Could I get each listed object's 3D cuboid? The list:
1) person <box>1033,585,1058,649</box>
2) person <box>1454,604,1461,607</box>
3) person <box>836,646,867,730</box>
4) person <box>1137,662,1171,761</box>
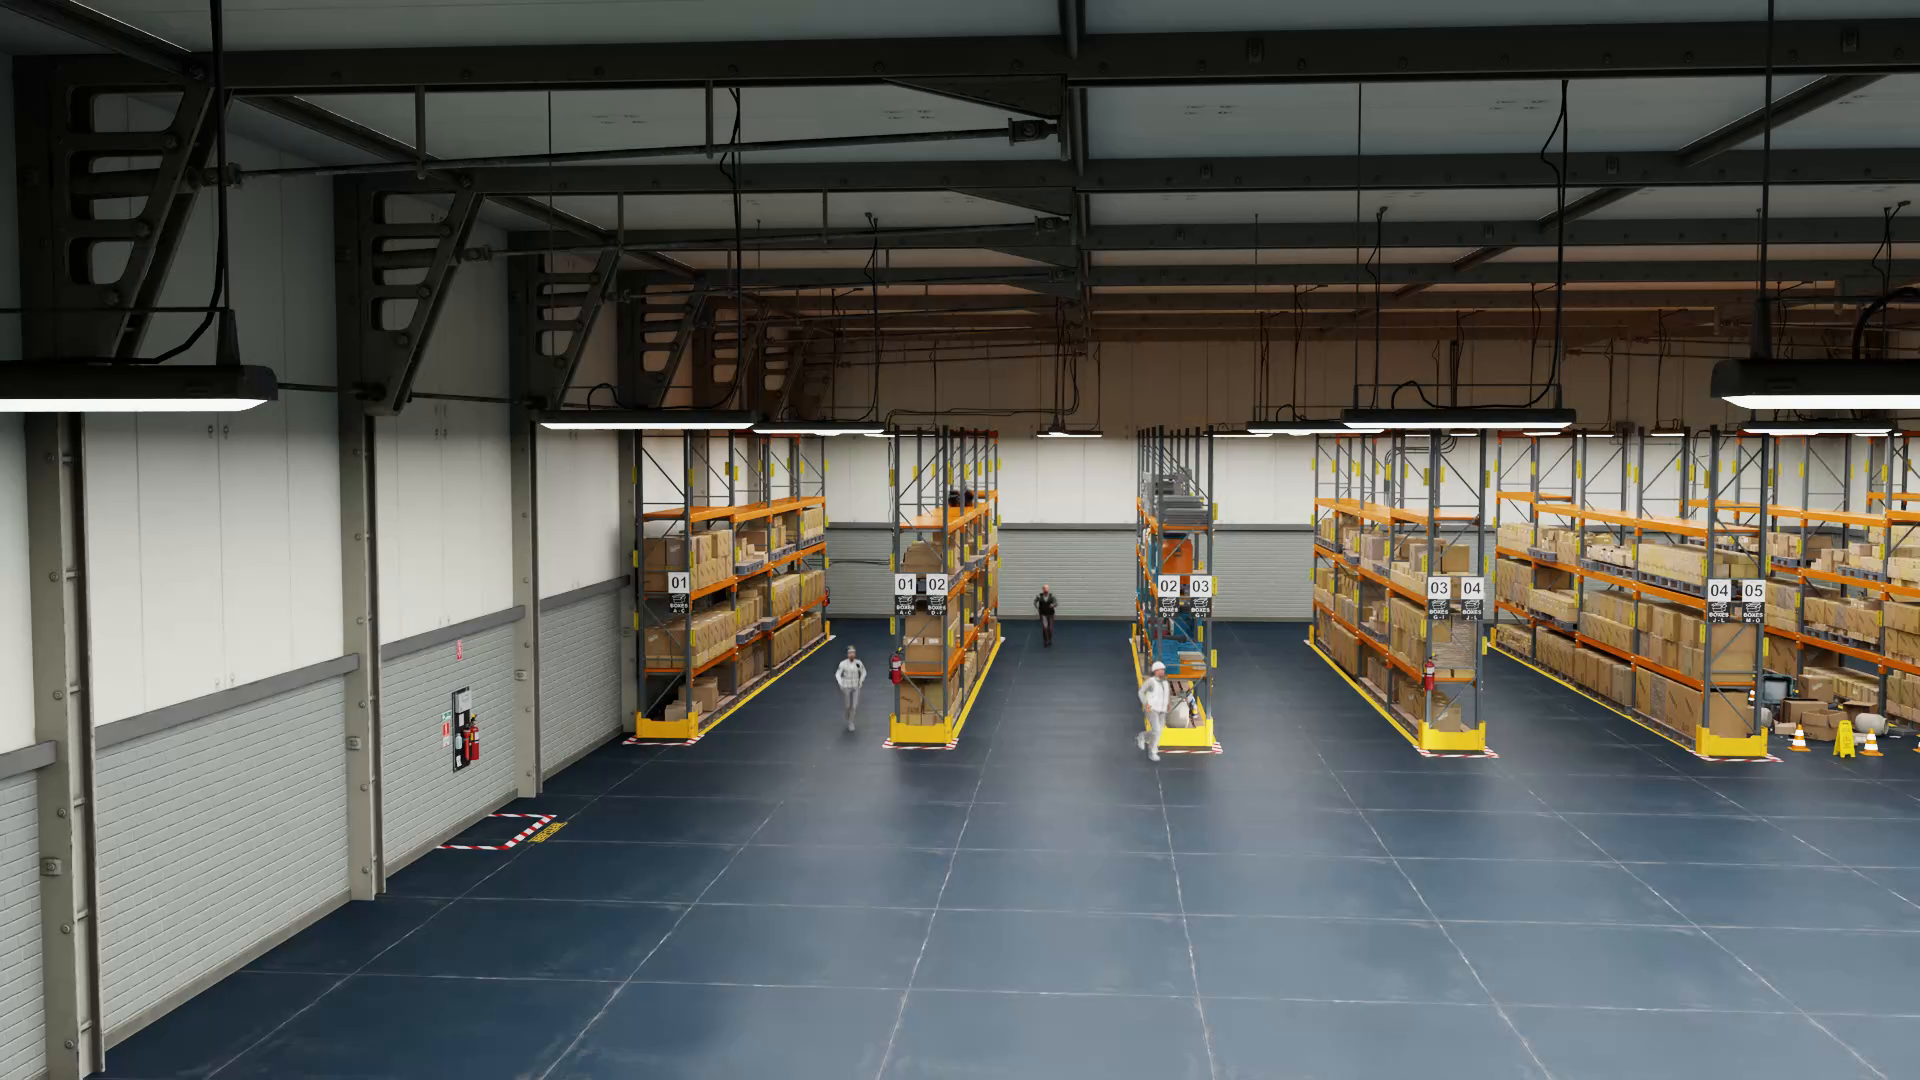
[{"bbox_3d":[2.382,2.115,45.940,0.650,1.781,0.712,-1,3,-9],"label":"person"},{"bbox_3d":[13.530,2.109,45.581,0.772,1.757,0.918,1,4,14],"label":"person"},{"bbox_3d":[-2.159,2.924,33.083,0.626,1.671,0.588,-1,3,-10],"label":"person"},{"bbox_3d":[3.515,3.070,30.074,0.695,1.741,0.718,-3,4,-39],"label":"person"}]
